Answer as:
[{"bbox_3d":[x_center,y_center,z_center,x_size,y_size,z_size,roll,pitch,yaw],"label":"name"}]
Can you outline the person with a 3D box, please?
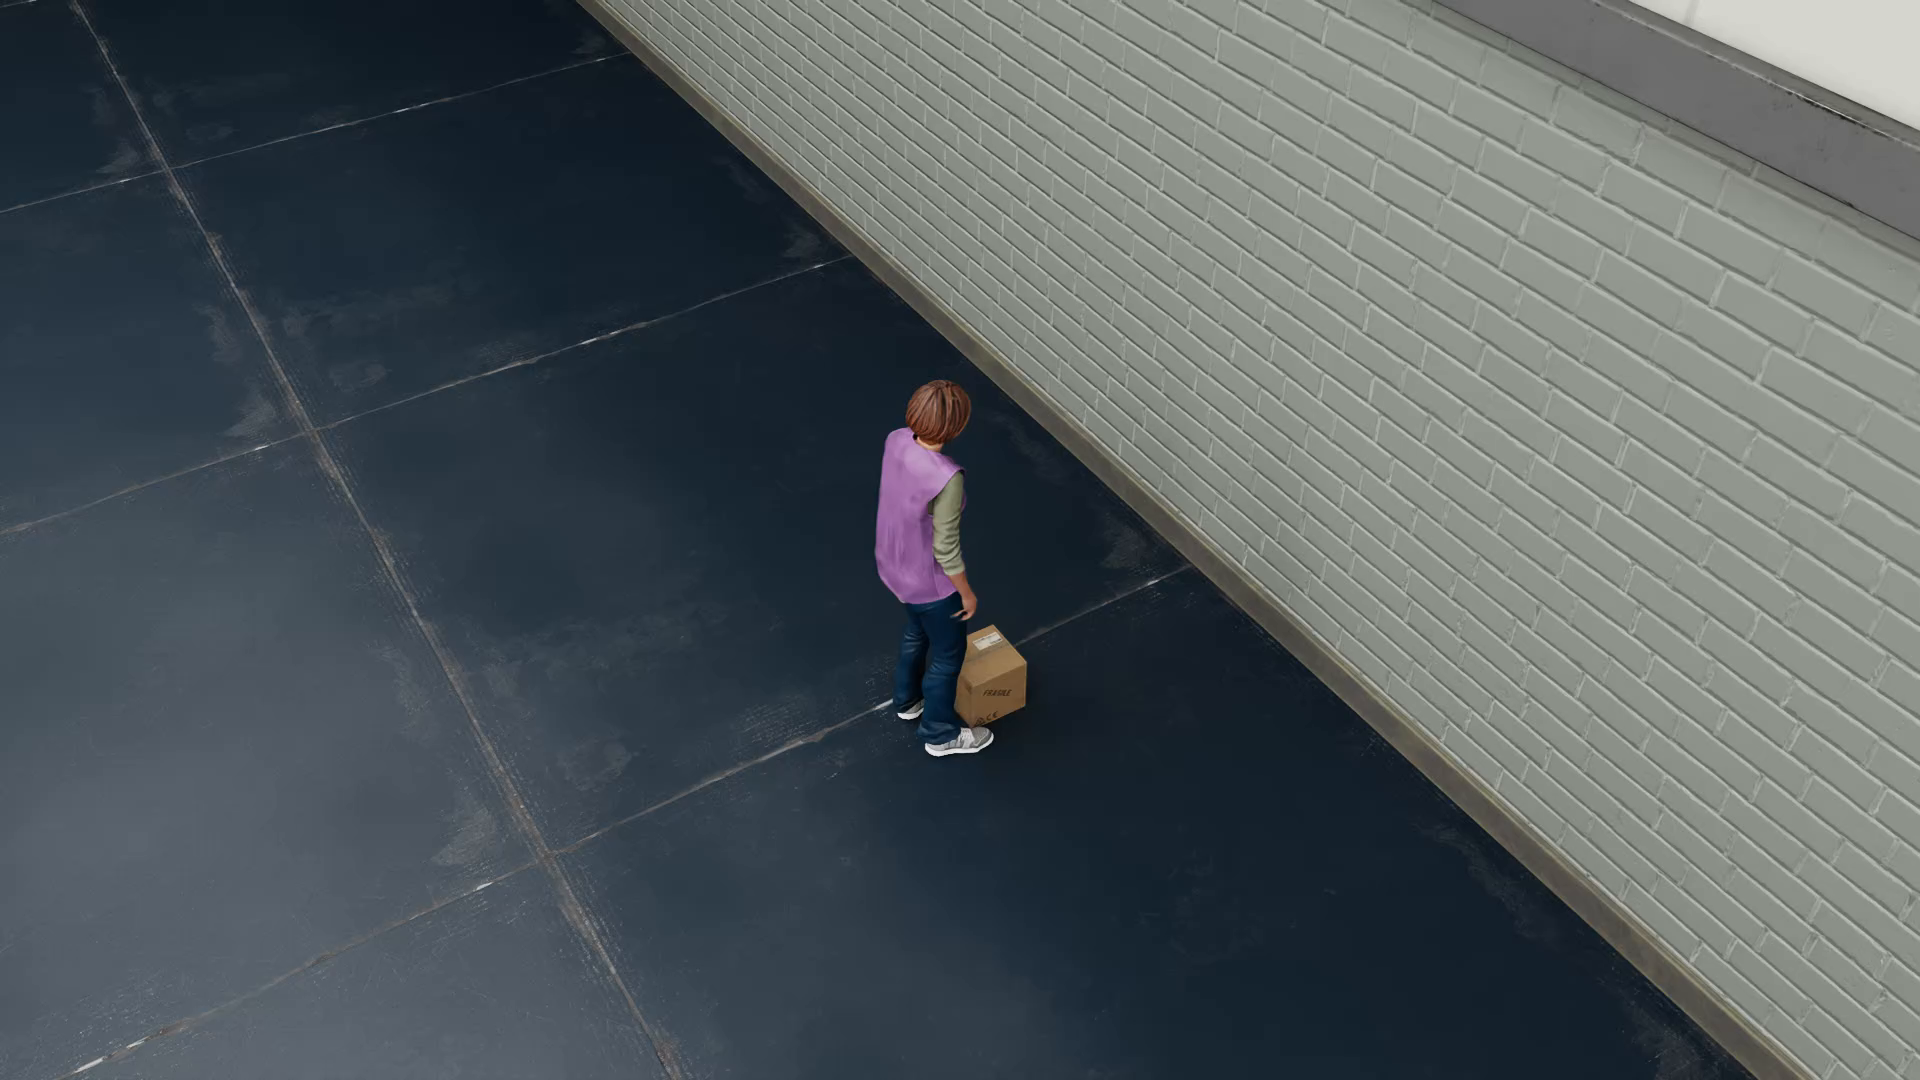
[{"bbox_3d":[-0.113,0.115,6.036,0.342,1.593,0.481,-22,46,-23],"label":"person"}]
